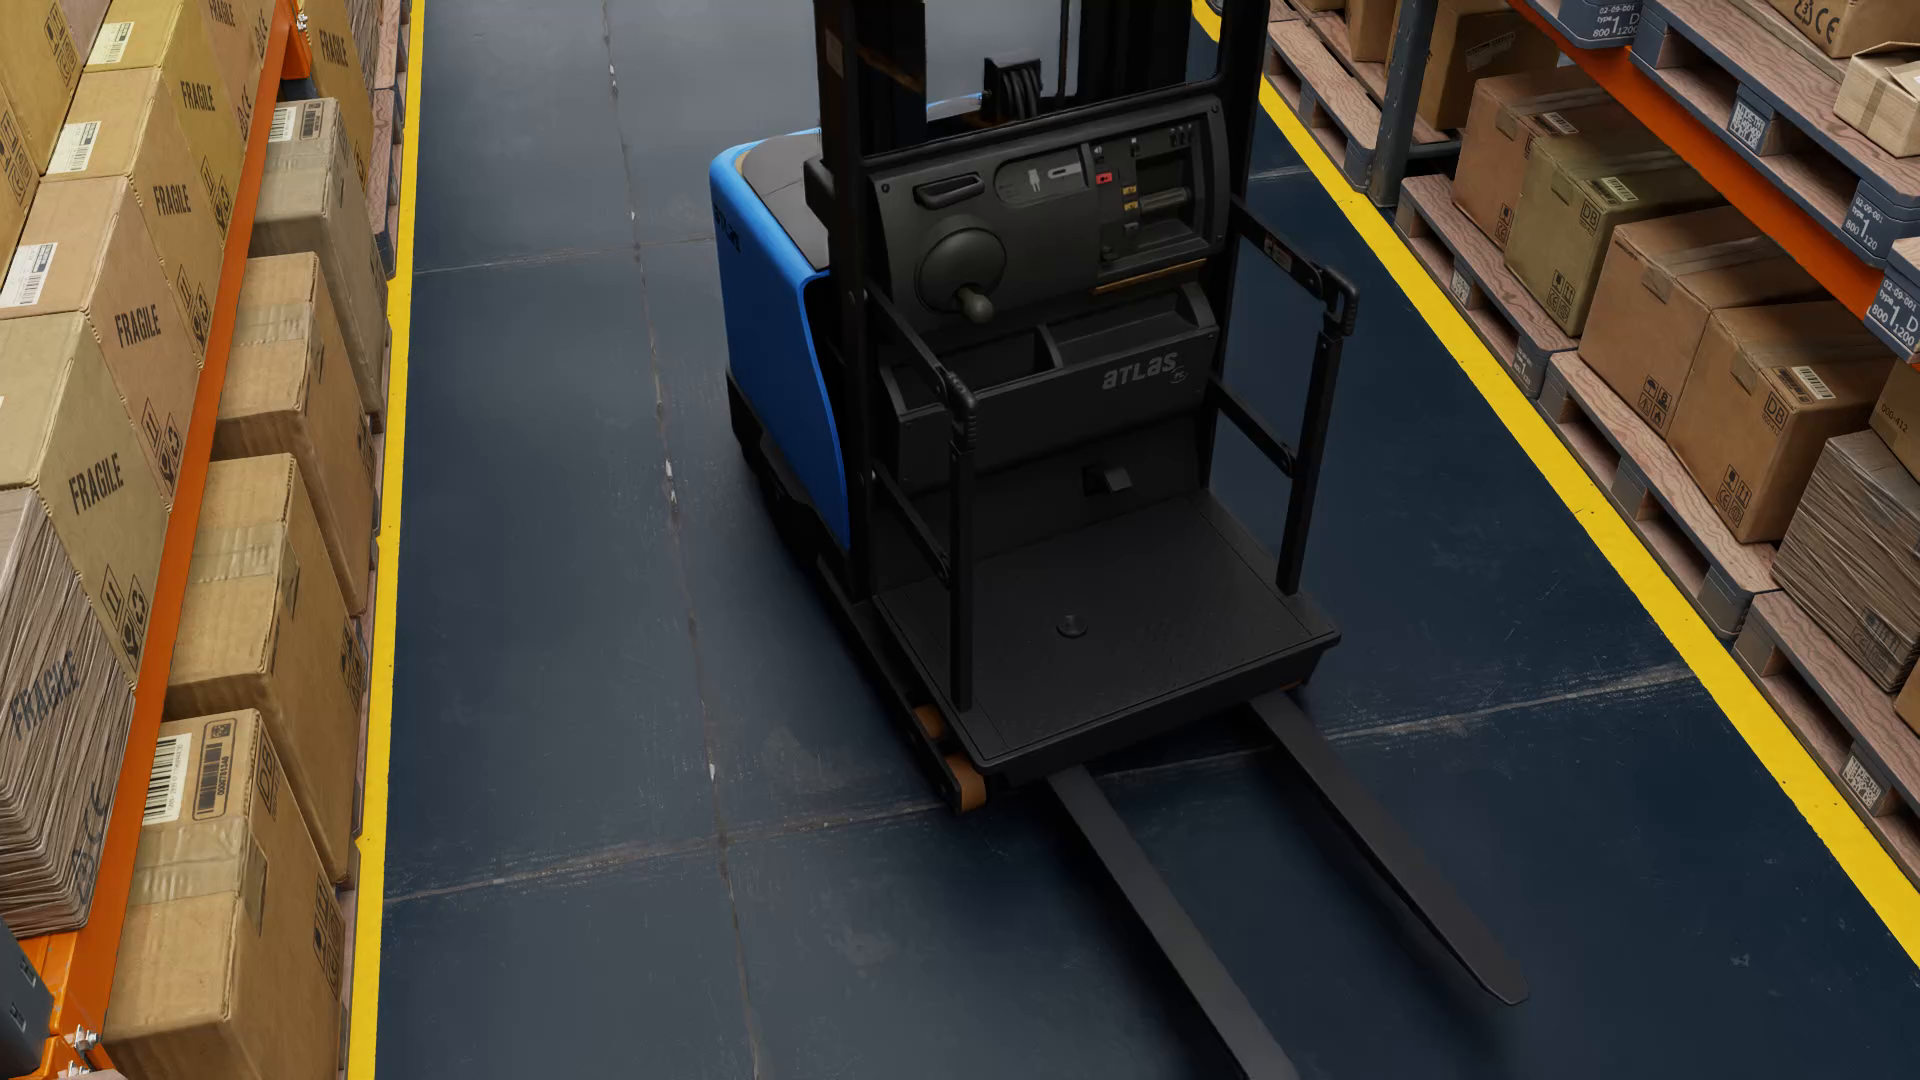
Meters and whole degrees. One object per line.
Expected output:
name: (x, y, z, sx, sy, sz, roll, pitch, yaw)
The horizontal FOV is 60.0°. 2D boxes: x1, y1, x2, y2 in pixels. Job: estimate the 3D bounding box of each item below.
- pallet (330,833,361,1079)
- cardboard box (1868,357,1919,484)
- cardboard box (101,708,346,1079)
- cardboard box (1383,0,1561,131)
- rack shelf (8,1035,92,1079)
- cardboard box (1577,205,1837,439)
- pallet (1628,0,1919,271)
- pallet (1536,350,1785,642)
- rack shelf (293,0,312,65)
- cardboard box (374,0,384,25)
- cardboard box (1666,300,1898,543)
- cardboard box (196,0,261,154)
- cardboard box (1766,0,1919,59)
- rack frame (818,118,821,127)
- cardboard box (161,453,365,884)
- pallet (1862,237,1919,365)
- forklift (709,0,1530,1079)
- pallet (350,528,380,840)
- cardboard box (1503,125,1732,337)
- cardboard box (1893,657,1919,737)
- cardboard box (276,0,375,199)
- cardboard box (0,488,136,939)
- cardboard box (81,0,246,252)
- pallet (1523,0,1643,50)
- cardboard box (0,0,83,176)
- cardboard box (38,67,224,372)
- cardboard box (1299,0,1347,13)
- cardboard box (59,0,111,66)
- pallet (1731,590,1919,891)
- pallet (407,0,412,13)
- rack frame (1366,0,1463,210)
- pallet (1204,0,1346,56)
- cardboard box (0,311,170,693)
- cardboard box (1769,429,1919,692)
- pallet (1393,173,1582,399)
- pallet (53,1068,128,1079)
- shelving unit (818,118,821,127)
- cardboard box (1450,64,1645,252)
pallet: (-1.924, 1.184, 3.757, 1.003, 0.211, 1.213, -8, 42, -9)
cardboard box: (2.739, -0.265, 4.275, 0.500, 0.250, 0.500, -4, 42, -4)
cardboard box: (-0.293, -1.175, 5.324, 5.455, 1.239, 5.693, -9, 42, -10)
cardboard box: (2.127, -2.062, 6.880, 0.500, 0.500, 0.500, -10, 42, -11)
rack shelf: (-1.396, 2.229, 1.022, 1.077, 0.370, 4.000, -8, 42, -9)
cardboard box: (2.491, -0.729, 5.363, 0.700, 0.500, 0.500, -12, 43, -13)
pallet: (2.570, -1.188, 4.473, 1.003, 0.211, 1.213, -8, 42, -9)
pallet: (2.611, -0.235, 5.356, 1.003, 0.211, 1.213, -8, 42, -9)
rack shelf: (-3.122, -2.957, 6.864, 1.077, 0.370, 4.000, -8, 42, -9)
cardboard box: (-3.151, -2.885, 7.524, 0.875, 0.875, 0.875, -9, 42, -10)
cardboard box: (2.612, -0.367, 4.956, 0.700, 0.500, 0.500, -5, 42, -6)
cardboard box: (-2.208, -1.340, 4.424, 0.500, 0.500, 0.500, -9, 42, -10)
cardboard box: (2.639, -1.660, 4.466, 0.797, 0.503, 0.637, -4, 42, -5)
rack frame: (-0.340, -1.047, 5.754, 0.240, 0.900, 0.006, -12, 37, -13)
cardboard box: (-2.063, 0.374, 3.948, 1.050, 0.750, 0.750, -8, 42, -9)
pallet: (2.780, -0.357, 3.537, 1.213, 0.211, 1.003, -8, 42, -9)
forklift: (3.854, -0.685, 3.814, 7.442, 2.935, 6.157, -18, 45, -19)
pallet: (-2.184, 0.395, 4.646, 1.003, 0.211, 1.213, -8, 42, -9)
cardboard box: (2.370, -1.092, 5.772, 0.700, 0.500, 0.500, -9, 42, -10)
cardboard box: (2.873, 0.357, 4.140, 0.700, 0.500, 0.500, -10, 43, -12)
cardboard box: (-2.758, -1.710, 6.201, 0.875, 0.875, 0.875, -8, 42, -9)
cardboard box: (-1.661, 0.296, 2.582, 0.500, 0.500, 0.500, -8, 42, -9)
cardboard box: (-2.099, -1.012, 4.055, 0.500, 0.500, 0.500, -8, 42, -9)
pallet: (2.197, -1.987, 5.373, 1.003, 0.211, 1.213, -8, 42, -9)
cardboard box: (-2.248, -1.032, 3.324, 0.700, 0.500, 0.500, -9, 42, -10)
cardboard box: (-1.987, -0.683, 3.685, 0.500, 0.500, 0.500, -9, 42, -10)
cardboard box: (1.785, -2.823, 7.738, 0.500, 0.500, 0.500, -12, 43, -13)
cardboard box: (-2.356, -1.359, 3.693, 0.700, 0.500, 0.500, -8, 42, -9)
pallet: (10.684, 1.291, 3.636, 15.783, 0.211, 6.755, -8, 42, -9)
pallet: (-3.305, -2.972, 8.440, 1.003, 0.211, 1.213, -8, 42, -9)
rack frame: (2.174, -2.575, 5.891, 1.000, 3.000, 0.127, -8, 42, -9)
pallet: (1.728, -2.755, 8.194, 1.003, 0.211, 1.213, -8, 42, -9)
cardboard box: (-1.773, -0.033, 2.952, 0.500, 0.500, 0.500, -9, 42, -10)
cardboard box: (2.741, -0.001, 4.543, 0.700, 0.500, 0.500, -12, 43, -13)
pallet: (2.344, -1.028, 6.249, 1.003, 0.211, 1.213, -8, 42, -9)
pallet: (-1.569, 1.182, 1.804, 1.213, 0.211, 1.003, -8, 42, -9)
shelving unit: (-6.648, -2.498, 5.649, 11.731, 3.733, 5.703, -12, 37, -13)
cardboard box: (2.286, -1.403, 6.123, 0.700, 0.500, 0.500, -11, 43, -13)
